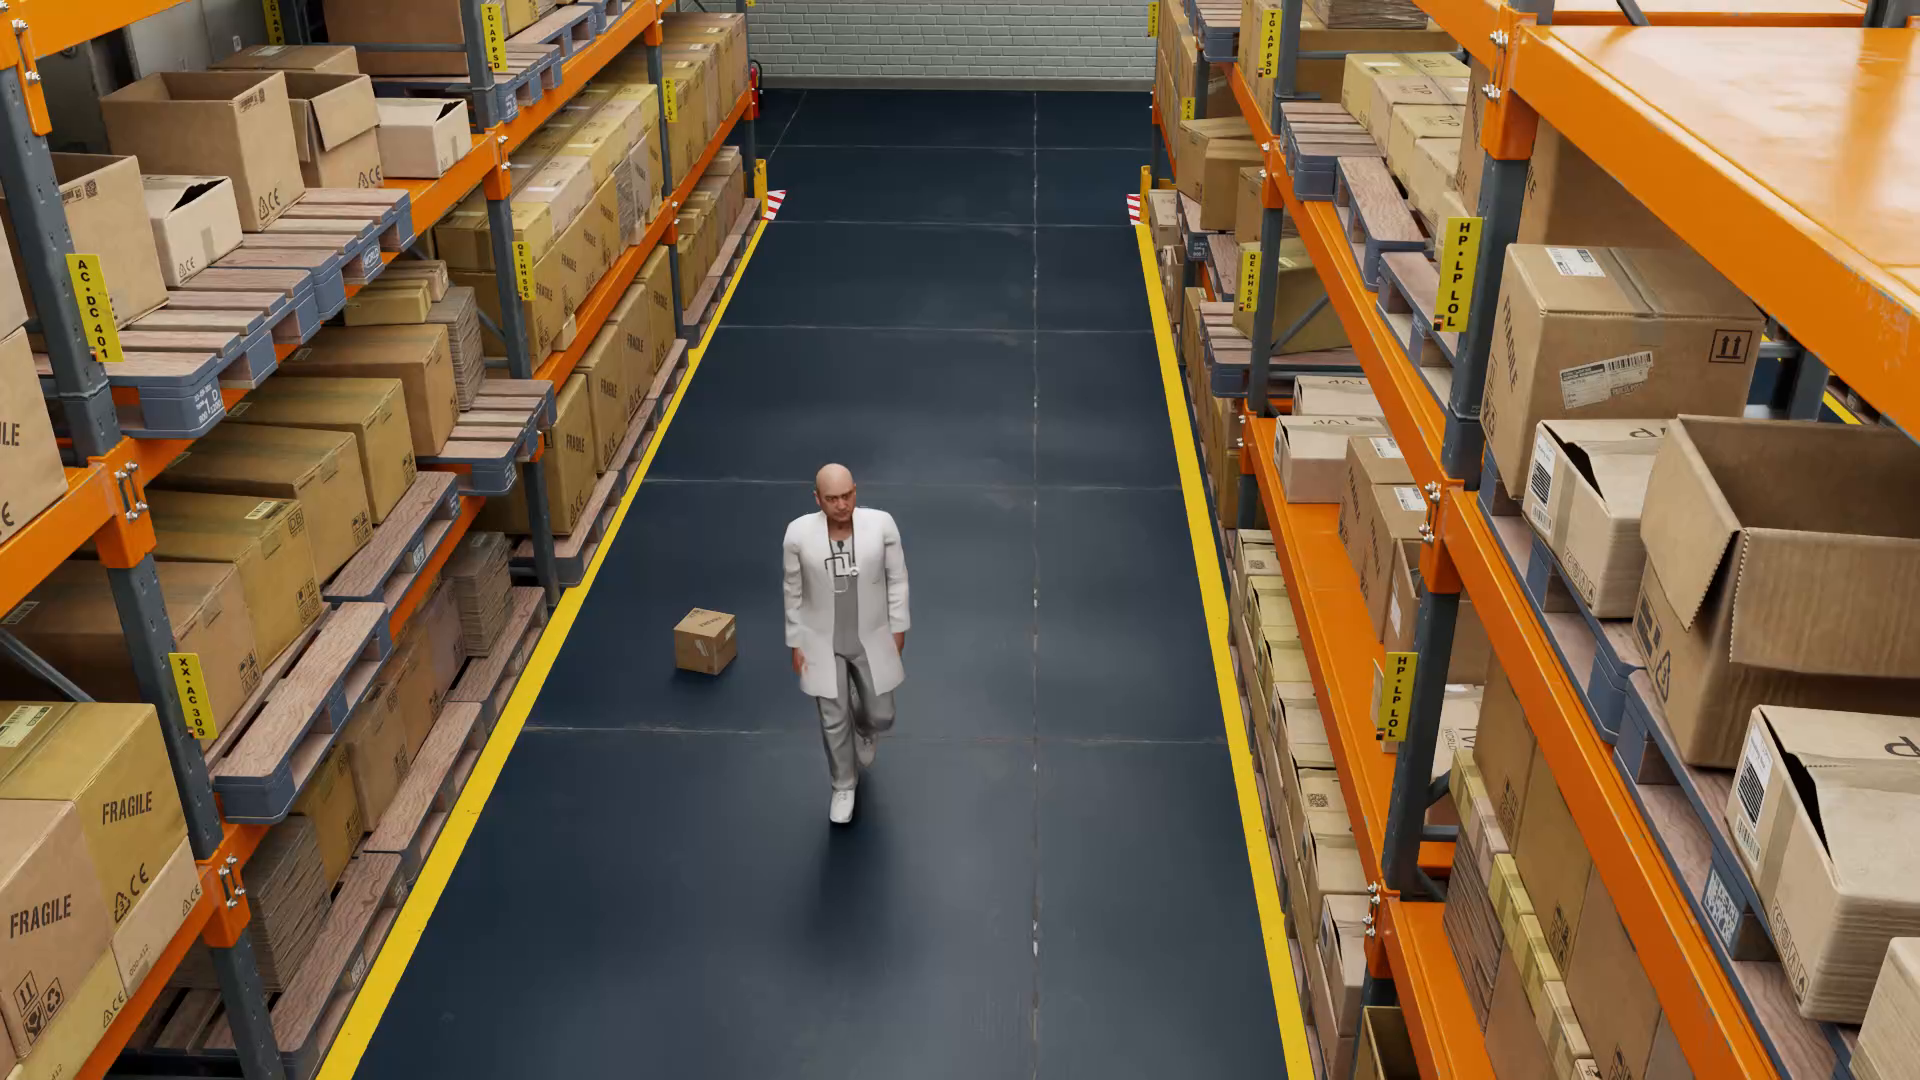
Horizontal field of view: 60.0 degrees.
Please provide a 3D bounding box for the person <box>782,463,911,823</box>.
[{"bbox_3d":[-0.524,0.426,7.765,0.588,1.764,0.677,-3,28,-6],"label":"person"}]
